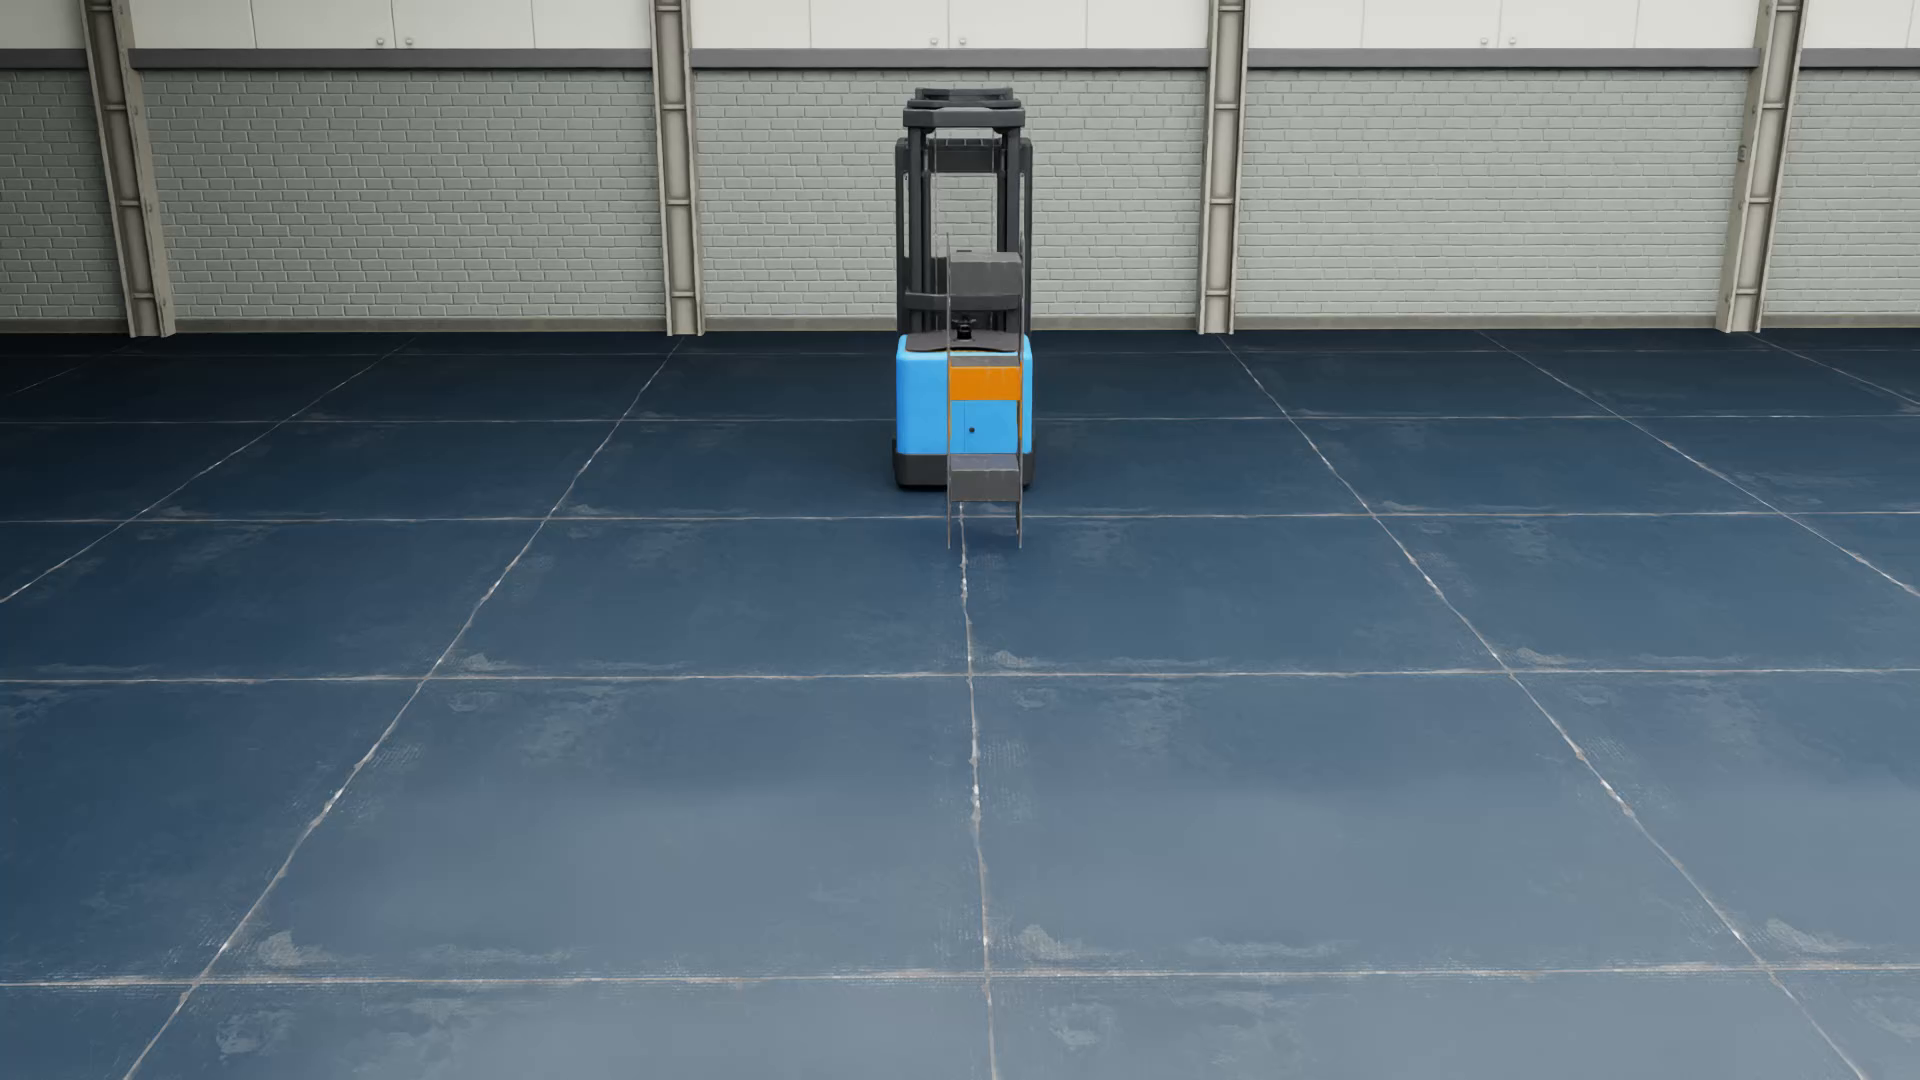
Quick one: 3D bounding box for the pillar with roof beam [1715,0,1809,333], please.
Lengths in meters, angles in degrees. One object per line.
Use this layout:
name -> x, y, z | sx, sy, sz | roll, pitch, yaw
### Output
pillar with roof beam -> 8.963, -5.374, 13.569 | 0.400, 9.000, 9.100 | 0, 18, -1

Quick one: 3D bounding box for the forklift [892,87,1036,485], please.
forklift -> 0.031, -2.207, 13.628 | 1.130, 2.935, 3.031 | 0, 18, 0

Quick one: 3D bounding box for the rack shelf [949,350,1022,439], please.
rack shelf -> 0.166, -0.988, 11.233 | 0.480, 0.518, 0.431 | 0, 18, -1

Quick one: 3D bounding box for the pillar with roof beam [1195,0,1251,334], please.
pillar with roof beam -> 2.964, -5.345, 13.479 | 0.400, 9.000, 9.100 | 0, 18, -1

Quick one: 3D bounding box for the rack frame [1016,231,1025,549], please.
rack frame -> 0.409, -1.002, 11.233 | 0.015, 2.100, 0.400 | 0, 18, -1

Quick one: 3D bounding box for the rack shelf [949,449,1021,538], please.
rack shelf -> 0.166, -0.321, 11.447 | 0.480, 0.518, 0.431 | 0, 18, -1

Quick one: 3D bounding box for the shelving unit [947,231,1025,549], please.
shelving unit -> 0.166, -1.001, 11.229 | 0.503, 2.100, 0.431 | 0, 18, -1

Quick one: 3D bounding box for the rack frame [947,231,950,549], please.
rack frame -> -0.078, -0.999, 11.226 | 0.015, 2.100, 0.400 | 0, 18, -1

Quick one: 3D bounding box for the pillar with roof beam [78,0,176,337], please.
pillar with roof beam -> -9.034, -5.288, 13.299 | 0.400, 9.000, 9.100 | 0, 18, -1

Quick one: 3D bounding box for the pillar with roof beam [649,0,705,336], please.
pillar with roof beam -> -3.035, -5.317, 13.389 | 0.400, 9.000, 9.100 | 0, 18, -1

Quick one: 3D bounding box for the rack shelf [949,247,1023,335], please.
rack shelf -> 0.166, -1.654, 11.020 | 0.480, 0.518, 0.431 | 0, 18, -1
